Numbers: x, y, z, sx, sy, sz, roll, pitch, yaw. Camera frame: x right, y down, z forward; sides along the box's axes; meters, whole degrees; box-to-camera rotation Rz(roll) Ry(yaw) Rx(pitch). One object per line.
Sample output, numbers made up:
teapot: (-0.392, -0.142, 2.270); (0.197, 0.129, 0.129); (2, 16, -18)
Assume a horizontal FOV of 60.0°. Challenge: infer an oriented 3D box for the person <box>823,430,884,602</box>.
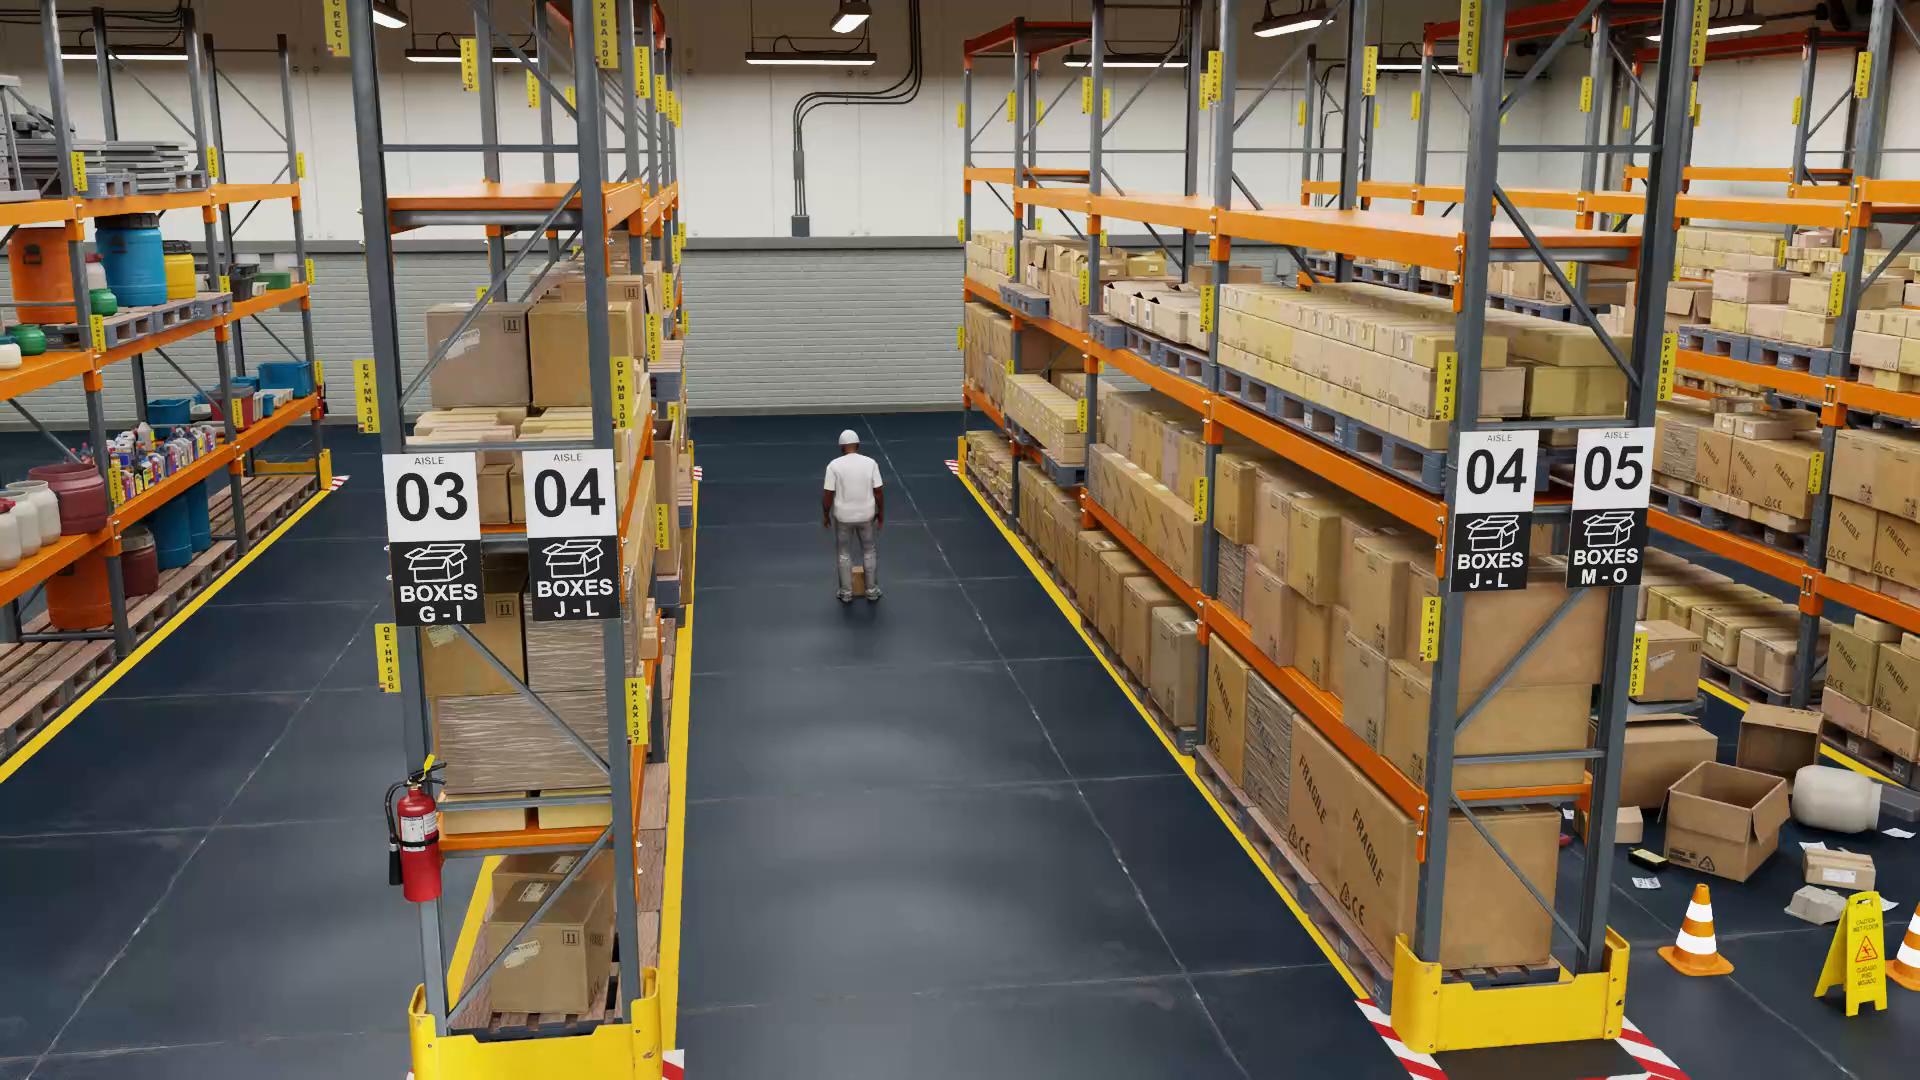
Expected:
person: (-1.093, -0.252, 17.032); (0.634, 1.759, 0.460); (-3, 13, -12)
